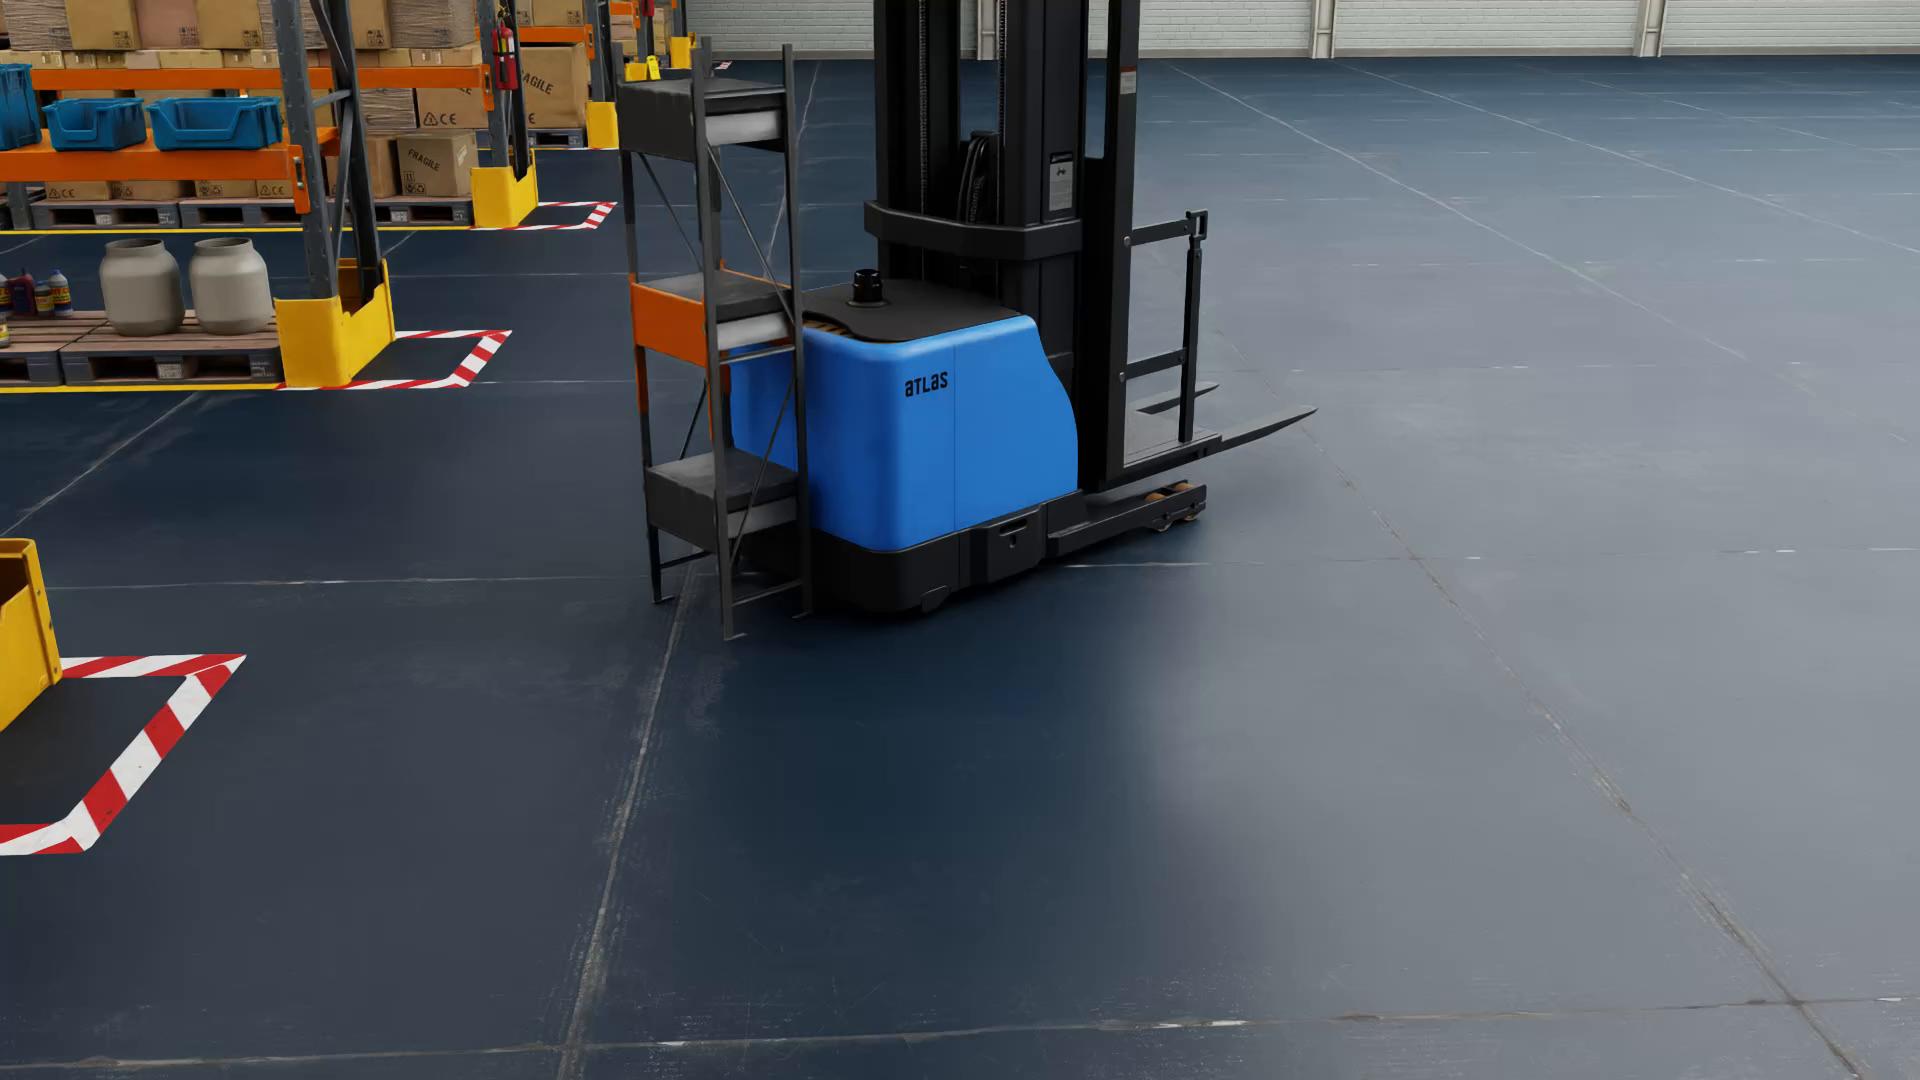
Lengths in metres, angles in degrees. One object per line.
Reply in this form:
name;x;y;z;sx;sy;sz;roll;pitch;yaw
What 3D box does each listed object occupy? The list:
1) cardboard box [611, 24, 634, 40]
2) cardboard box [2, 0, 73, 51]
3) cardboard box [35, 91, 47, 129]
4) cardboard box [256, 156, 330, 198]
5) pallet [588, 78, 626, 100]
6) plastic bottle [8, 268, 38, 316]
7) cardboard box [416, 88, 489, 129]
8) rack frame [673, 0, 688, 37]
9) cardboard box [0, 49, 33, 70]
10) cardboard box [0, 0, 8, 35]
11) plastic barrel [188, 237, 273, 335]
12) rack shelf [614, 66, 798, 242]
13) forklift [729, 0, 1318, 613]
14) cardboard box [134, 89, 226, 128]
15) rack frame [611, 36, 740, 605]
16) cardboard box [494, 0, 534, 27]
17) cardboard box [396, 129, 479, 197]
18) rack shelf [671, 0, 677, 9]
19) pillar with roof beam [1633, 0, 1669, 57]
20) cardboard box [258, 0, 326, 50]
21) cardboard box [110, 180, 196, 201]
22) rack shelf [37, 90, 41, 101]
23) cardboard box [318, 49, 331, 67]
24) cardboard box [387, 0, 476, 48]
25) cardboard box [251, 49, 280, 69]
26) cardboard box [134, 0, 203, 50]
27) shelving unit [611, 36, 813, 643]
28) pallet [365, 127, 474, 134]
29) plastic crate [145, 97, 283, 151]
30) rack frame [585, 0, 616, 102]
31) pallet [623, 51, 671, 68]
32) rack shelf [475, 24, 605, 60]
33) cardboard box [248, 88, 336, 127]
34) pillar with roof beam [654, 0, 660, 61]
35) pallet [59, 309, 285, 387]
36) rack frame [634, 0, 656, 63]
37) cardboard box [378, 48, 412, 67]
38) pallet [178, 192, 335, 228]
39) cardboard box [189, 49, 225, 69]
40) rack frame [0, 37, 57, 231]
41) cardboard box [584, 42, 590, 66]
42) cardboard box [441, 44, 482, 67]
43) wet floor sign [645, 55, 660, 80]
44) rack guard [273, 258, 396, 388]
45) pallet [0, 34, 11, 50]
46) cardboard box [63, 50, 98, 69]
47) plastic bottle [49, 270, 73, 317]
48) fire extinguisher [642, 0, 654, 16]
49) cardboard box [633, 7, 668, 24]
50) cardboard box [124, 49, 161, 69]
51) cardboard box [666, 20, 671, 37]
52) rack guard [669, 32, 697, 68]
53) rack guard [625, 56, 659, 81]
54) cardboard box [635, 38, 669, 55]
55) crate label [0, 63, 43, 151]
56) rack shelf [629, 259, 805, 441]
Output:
cardboard box;-5.712;-8.549;27.932;0.500;0.250;0.500;-1;21;-4
cardboard box;-7.430;-4.340;13.746;0.500;0.500;0.875;-1;21;-3
cardboard box;-10.573;-4.994;18.594;0.750;0.750;1.050;-1;21;-2
cardboard box;-5.735;-3.239;14.337;0.500;0.500;0.500;1;21;2
pallet;-5.344;-6.460;23.792;1.213;0.211;1.003;-1;21;-3
plastic bottle;-5.662;-1.501;10.047;0.133;0.283;0.061;-1;21;-2
cardboard box;-5.623;-5.160;18.854;0.875;0.875;0.875;-1;21;-4
rack frame;-4.742;-9.532;27.941;0.127;3.000;1.000;-1;21;-3
cardboard box;-7.651;-3.947;13.626;0.250;0.149;0.380;-1;21;-3
cardboard box;-8.684;-4.677;13.757;1.000;1.000;1.000;-1;21;-3
plastic barrel;-4.259;-1.482;9.704;0.421;0.512;0.421;0;21;0
rack shelf;-0.883;-1.357;5.804;0.431;0.518;0.480;-18;27;-39
forklift;0.447;-1.524;7.004;3.031;2.935;1.130;-19;28;-41
cardboard box;-8.680;-5.031;18.692;0.750;0.750;1.050;-1;21;-3
rack frame;-1.045;-0.779;6.217;0.400;2.100;0.015;-18;27;-39
cardboard box;-4.987;-6.040;18.559;0.550;0.550;0.875;-1;21;-3
cardboard box;-4.514;-3.270;14.416;0.500;0.500;0.500;3;21;7
rack shelf;-6.739;-9.155;27.963;4.000;0.370;1.077;-1;21;-3
pillar with roof beam;12.728;-11.478;24.621;0.400;9.000;9.100;-1;21;-3
cardboard box;-5.434;-4.385;13.864;0.500;0.500;0.875;-1;21;-3
cardboard box;-6.910;-3.203;14.242;0.500;0.500;0.500;5;22;14
rack shelf;-9.880;-3.790;13.872;4.000;0.370;1.077;-1;21;-3
cardboard box;-5.161;-4.034;13.853;0.250;0.149;0.380;-1;21;-3
cardboard box;-4.440;-4.433;13.989;0.500;0.500;0.875;-1;21;-3
cardboard box;-5.654;-3.984;13.723;0.250;0.149;0.380;-1;21;-3
cardboard box;-6.435;-4.384;13.860;0.500;0.500;0.875;-1;21;-3
shelving unit;-0.881;-0.715;6.047;0.431;2.100;0.503;-18;27;-39
pallet;-6.080;-4.641;19.015;1.213;0.211;1.003;-1;21;-3
plastic crate;-4.089;-2.303;9.163;0.616;0.251;0.499;-1;21;-3
rack frame;-4.072;-6.012;18.697;0.127;3.000;1.000;-1;21;-3
pallet;-5.503;-8.198;28.358;1.213;0.211;1.003;-1;21;-3
rack shelf;-6.068;-5.636;18.718;4.000;0.370;1.077;-1;21;-3
cardboard box;-7.433;-5.122;18.755;0.875;0.875;0.875;-1;21;-2
pillar with roof beam;-5.243;-11.112;23.661;0.400;9.000;9.100;-1;21;-3
pallet;-4.491;-1.153;9.852;1.213;0.211;1.003;-1;21;-3
rack frame;-4.455;-7.769;23.310;0.127;3.000;1.000;-1;21;-3
cardboard box;-4.658;-4.024;13.827;0.250;0.149;0.380;-1;21;-3
pallet;-5.993;-2.916;14.483;1.213;0.211;1.003;-1;21;-3
cardboard box;-6.154;-3.982;13.718;0.250;0.149;0.380;-1;21;-3
rack frame;-7.883;-4.167;13.850;0.127;3.000;1.000;-1;21;-3
cardboard box;-5.240;-6.921;23.305;0.500;0.500;0.500;-1;21;-3
cardboard box;-4.162;-4.052;13.901;0.250;0.149;0.380;-1;21;-3
wet floor sign;-4.204;-6.292;22.741;0.232;0.644;0.267;6;22;16
rack guard;-3.680;-1.302;9.839;0.348;0.500;1.175;-1;21;-3
pallet;-8.654;-4.114;13.979;1.213;0.211;1.003;-1;21;-3
cardboard box;-7.153;-3.963;13.666;0.250;0.149;0.380;-1;21;-3
plastic bottle;-5.434;-1.493;10.044;0.097;0.271;0.097;0;21;0
fire extinguisher;-4.314;-7.571;22.900;0.183;0.674;0.296;-1;21;-3
cardboard box;-5.184;-8.790;27.862;0.500;0.250;0.500;0;21;-1
cardboard box;-6.652;-3.961;13.663;0.250;0.149;0.380;-1;21;-3
cardboard box;-5.223;-8.741;28.436;0.500;0.250;0.500;-1;21;-2
rack guard;-4.718;-8.364;28.387;0.348;0.500;1.175;-1;21;-3
rack guard;-4.531;-6.599;23.751;0.348;0.500;1.175;-1;21;-3
cardboard box;-5.193;-8.321;28.036;0.500;0.250;0.500;-1;21;-3
crate label;-5.429;-2.372;9.086;0.616;0.435;0.502;-1;21;-3
rack shelf;-0.881;-0.703;6.052;0.431;0.518;0.480;-18;27;-39
